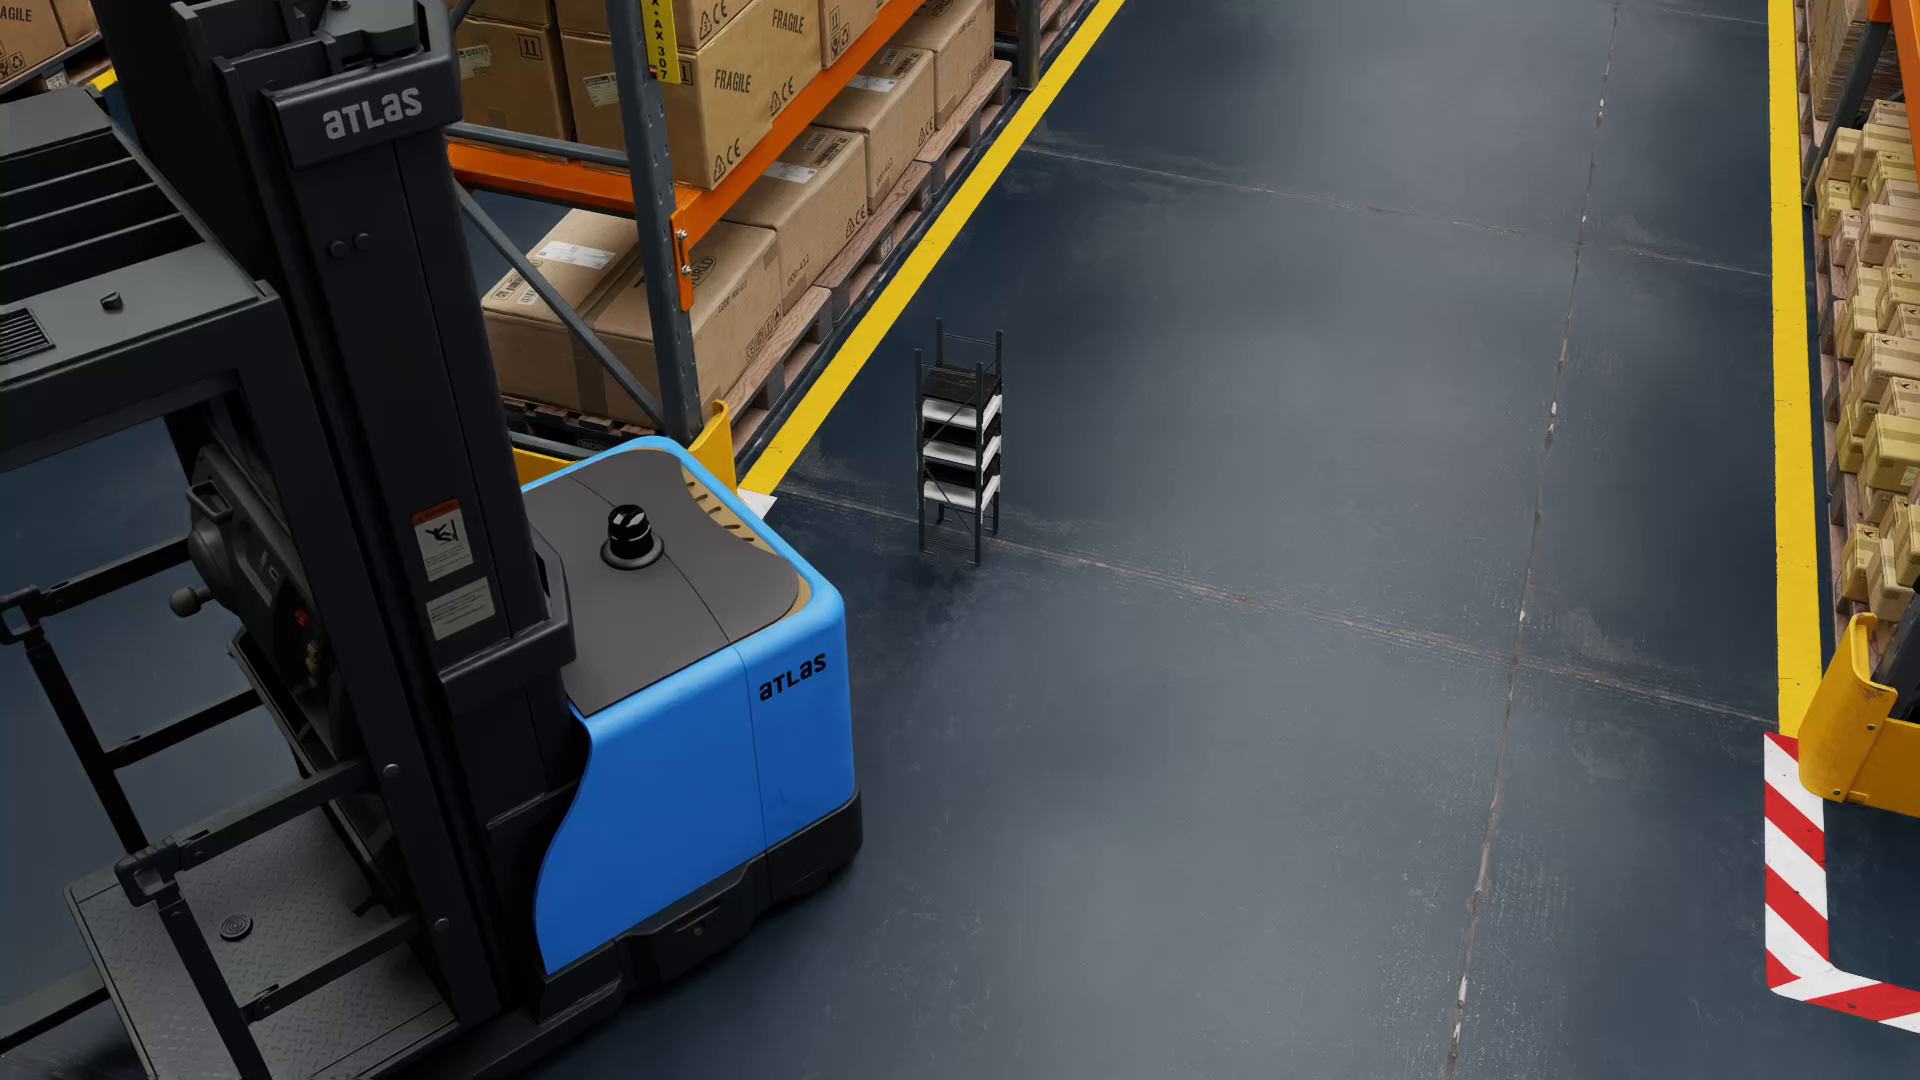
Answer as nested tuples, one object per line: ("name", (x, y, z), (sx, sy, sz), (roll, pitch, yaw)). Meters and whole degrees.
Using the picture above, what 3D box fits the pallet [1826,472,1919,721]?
("pallet", (3.599, 0.262, 5.780), (1.003, 0.211, 1.213), (13, 42, 15))

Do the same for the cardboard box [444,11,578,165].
("cardboard box", (-1.508, -1.693, 5.846), (0.500, 0.500, 0.500), (14, 42, 15))

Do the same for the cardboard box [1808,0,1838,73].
("cardboard box", (4.822, -2.733, 8.745), (0.500, 0.500, 0.500), (12, 42, 14))

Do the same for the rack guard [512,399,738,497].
("rack guard", (-1.432, -0.336, 6.259), (1.175, 0.500, 0.348), (13, 42, 15))

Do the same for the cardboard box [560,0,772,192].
("cardboard box", (-0.990, -1.569, 5.700), (0.500, 0.500, 0.500), (13, 42, 15))

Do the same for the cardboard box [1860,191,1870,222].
("cardboard box", (4.154, -1.412, 7.237), (0.380, 0.149, 0.250), (13, 42, 15))

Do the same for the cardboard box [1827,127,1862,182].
("cardboard box", (4.205, -1.743, 7.625), (0.380, 0.149, 0.250), (15, 43, 17))

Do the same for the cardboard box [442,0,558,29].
("cardboard box", (-1.483, -2.067, 5.514), (0.500, 0.500, 0.500), (15, 43, 16))

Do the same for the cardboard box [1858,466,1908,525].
("cardboard box", (3.350, -0.156, 5.765), (0.380, 0.149, 0.250), (12, 42, 13))

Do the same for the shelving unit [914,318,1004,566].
("shelving unit", (-0.003, -0.337, 5.952), (0.258, 0.900, 0.210), (13, 42, 15))

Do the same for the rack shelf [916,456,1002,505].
("rack shelf", (-0.003, -0.244, 6.032), (0.258, 0.077, 0.200), (13, 42, 15))

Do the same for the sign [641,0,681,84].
("sign", (-0.905, -1.534, 5.009), (0.100, 0.325, 0.005), (13, 42, 15))

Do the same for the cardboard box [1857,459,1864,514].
("cardboard box", (3.482, -0.182, 6.025), (0.380, 0.149, 0.250), (14, 42, 16))

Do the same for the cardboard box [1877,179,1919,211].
("cardboard box", (4.060, -1.358, 6.945), (0.380, 0.149, 0.250), (12, 42, 14))

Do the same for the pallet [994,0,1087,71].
("pallet", (0.137, -3.168, 9.800), (1.003, 0.211, 1.213), (13, 42, 15))

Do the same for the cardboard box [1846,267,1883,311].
("cardboard box", (3.797, -0.945, 6.691), (0.380, 0.149, 0.250), (13, 42, 15))

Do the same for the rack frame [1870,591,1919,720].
("rack frame", (3.262, -0.265, 4.249), (1.000, 3.000, 0.127), (13, 42, 15))

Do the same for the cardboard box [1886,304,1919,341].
("cardboard box", (3.696, -0.728, 6.207), (0.380, 0.149, 0.250), (12, 42, 14))

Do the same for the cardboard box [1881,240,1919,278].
("cardboard box", (3.880, -1.036, 6.568), (0.380, 0.149, 0.250), (12, 42, 13))

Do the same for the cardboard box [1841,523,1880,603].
("cardboard box", (3.239, 0.114, 5.679), (0.380, 0.149, 0.250), (15, 43, 16))

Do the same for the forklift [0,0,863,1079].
("forklift", (-1.767, 0.200, 3.758), (3.031, 2.935, 1.130), (-27, 47, -28))

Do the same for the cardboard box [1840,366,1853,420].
("cardboard box", (3.623, -0.514, 6.414), (0.380, 0.149, 0.250), (14, 42, 16))

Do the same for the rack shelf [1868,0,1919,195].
("rack shelf", (3.946, -1.211, 5.912), (1.077, 0.370, 4.000), (13, 42, 15))

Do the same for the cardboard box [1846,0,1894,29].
("cardboard box", (4.647, -2.709, 8.138), (0.500, 0.250, 0.500), (12, 42, 14))

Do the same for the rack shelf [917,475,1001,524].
("rack shelf", (-0.003, -0.175, 6.091), (0.258, 0.077, 0.200), (13, 42, 15))

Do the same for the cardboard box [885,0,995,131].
("cardboard box", (-0.372, -2.567, 8.598), (0.875, 0.438, 0.875), (13, 42, 14))

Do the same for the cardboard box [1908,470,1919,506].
("cardboard box", (3.345, -0.086, 5.454), (0.380, 0.149, 0.250), (14, 42, 16))

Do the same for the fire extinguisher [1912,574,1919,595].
("fire extinguisher", (2.742, -0.042, 4.335), (0.296, 0.674, 0.183), (13, 42, 15))

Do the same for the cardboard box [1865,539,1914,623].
("cardboard box", (3.174, 0.162, 5.393), (0.380, 0.149, 0.250), (12, 42, 14))

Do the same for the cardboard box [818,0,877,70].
("cardboard box", (-0.652, -2.190, 6.428), (0.500, 0.500, 0.500), (13, 42, 15))

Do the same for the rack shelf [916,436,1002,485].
("rack shelf", (-0.003, -0.312, 5.974), (0.258, 0.077, 0.200), (13, 42, 15))

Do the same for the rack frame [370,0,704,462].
("rack frame", (-1.424, -1.302, 5.464), (1.000, 3.000, 0.127), (13, 42, 15))

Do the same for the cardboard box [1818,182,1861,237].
("cardboard box", (4.113, -1.466, 7.531), (0.380, 0.149, 0.250), (14, 43, 16))

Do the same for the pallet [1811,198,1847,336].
("pallet", (4.434, -1.226, 7.524), (1.003, 0.211, 1.213), (13, 42, 15))

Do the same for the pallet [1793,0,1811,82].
("pallet", (5.310, -2.865, 9.446), (1.003, 0.211, 1.213), (13, 42, 15))

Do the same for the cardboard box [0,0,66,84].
("cardboard box", (-5.188, -2.775, 8.794), (0.500, 0.500, 0.500), (14, 42, 16))

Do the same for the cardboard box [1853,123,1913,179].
("cardboard box", (4.168, -1.687, 7.331), (0.380, 0.149, 0.250), (15, 43, 17))

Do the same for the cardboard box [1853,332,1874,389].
("cardboard box", (3.621, -0.626, 6.317), (0.380, 0.149, 0.250), (15, 43, 17))

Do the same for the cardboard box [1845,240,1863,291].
("cardboard box", (4.037, -1.137, 7.145), (0.380, 0.149, 0.250), (12, 42, 14))

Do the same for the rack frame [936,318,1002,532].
("rack frame", (0.032, -0.399, 6.025), (0.240, 0.900, 0.006), (13, 42, 15))

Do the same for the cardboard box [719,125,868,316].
("cardboard box", (-0.987, -1.471, 7.314), (0.875, 0.438, 0.875), (14, 43, 16))

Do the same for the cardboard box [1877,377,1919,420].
("cardboard box", (3.462, -0.416, 5.841), (0.380, 0.149, 0.250), (12, 42, 13))

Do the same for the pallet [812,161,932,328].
("pallet", (-0.805, -1.487, 7.831), (1.003, 0.211, 1.213), (13, 42, 15))
